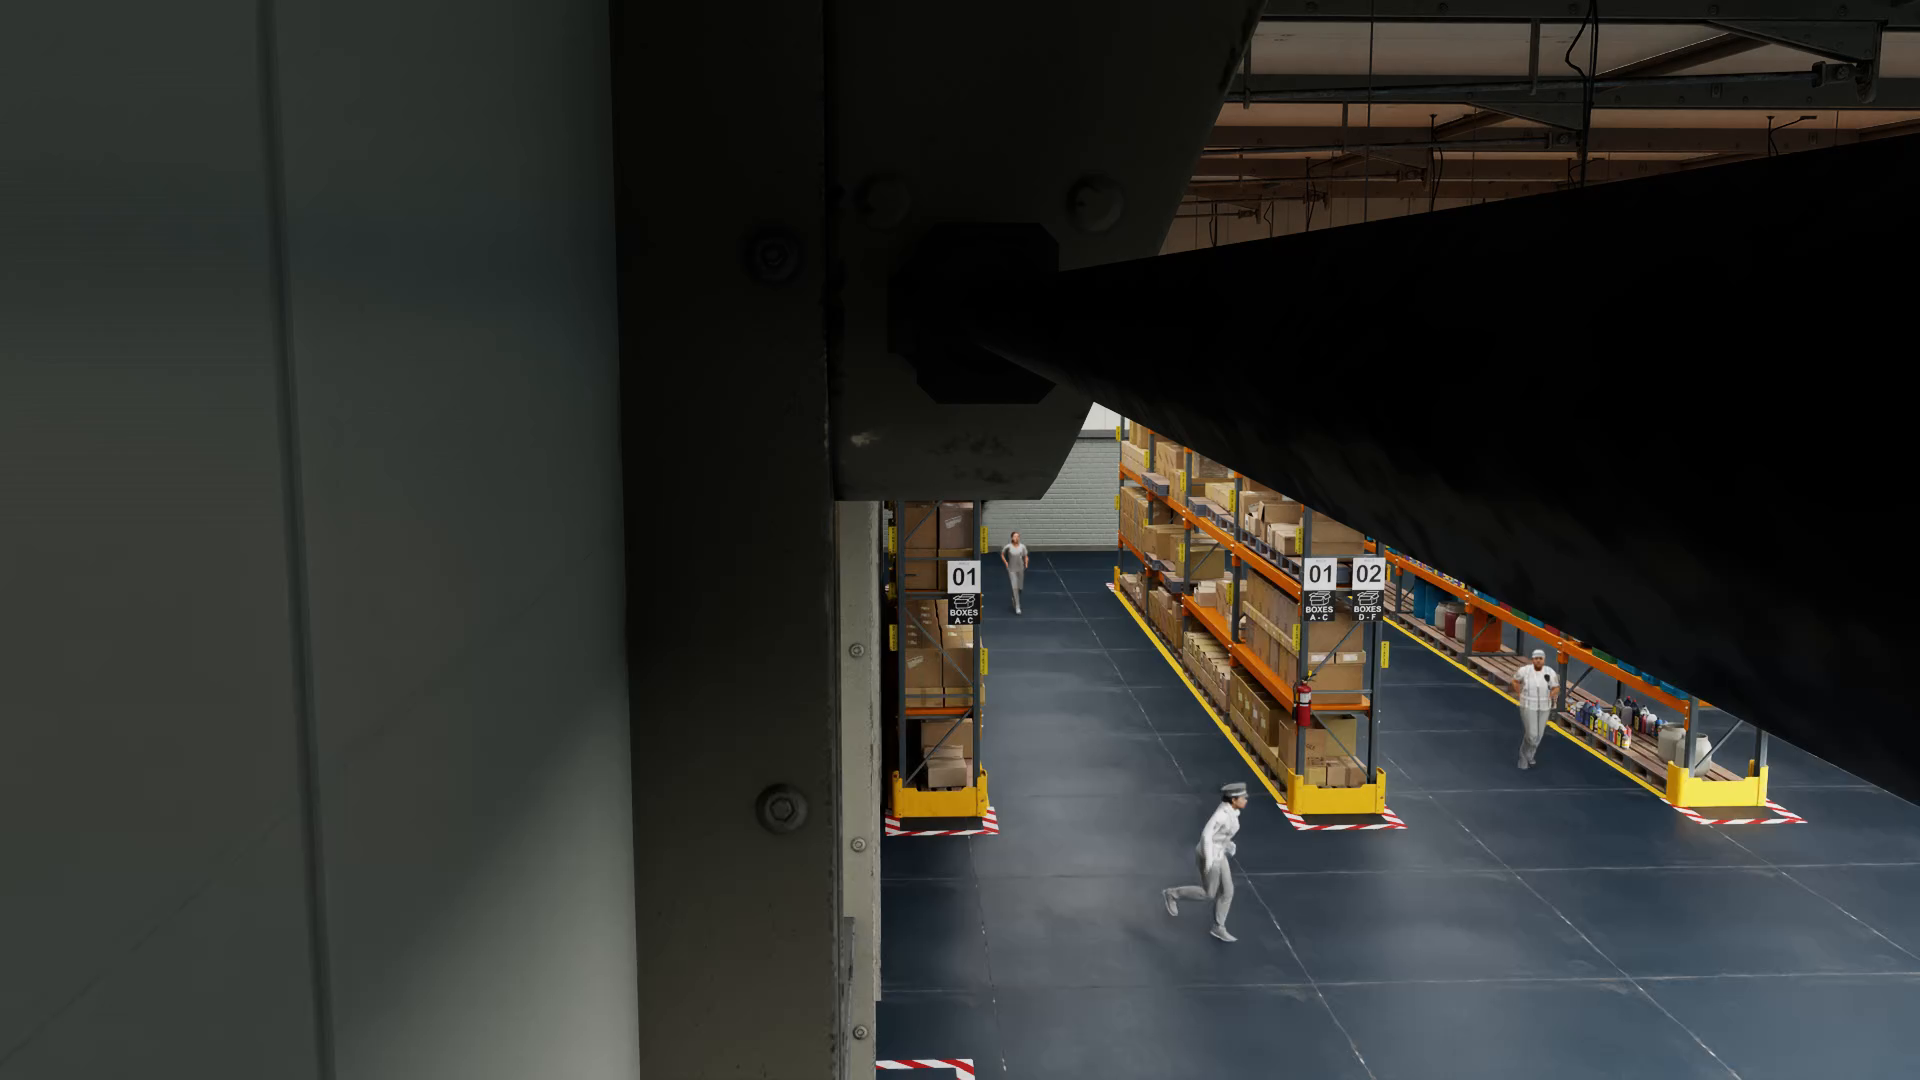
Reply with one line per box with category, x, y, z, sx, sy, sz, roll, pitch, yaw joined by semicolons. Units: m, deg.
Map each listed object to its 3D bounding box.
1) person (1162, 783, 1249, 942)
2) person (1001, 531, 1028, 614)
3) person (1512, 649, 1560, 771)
person;2.453;3.185;16.633;0.841;1.633;0.619;2;9;16
person;1.125;0.635;34.042;0.566;1.658;0.809;-1;8;-10
person;7.799;2.311;22.491;0.576;1.680;0.680;1;8;4
